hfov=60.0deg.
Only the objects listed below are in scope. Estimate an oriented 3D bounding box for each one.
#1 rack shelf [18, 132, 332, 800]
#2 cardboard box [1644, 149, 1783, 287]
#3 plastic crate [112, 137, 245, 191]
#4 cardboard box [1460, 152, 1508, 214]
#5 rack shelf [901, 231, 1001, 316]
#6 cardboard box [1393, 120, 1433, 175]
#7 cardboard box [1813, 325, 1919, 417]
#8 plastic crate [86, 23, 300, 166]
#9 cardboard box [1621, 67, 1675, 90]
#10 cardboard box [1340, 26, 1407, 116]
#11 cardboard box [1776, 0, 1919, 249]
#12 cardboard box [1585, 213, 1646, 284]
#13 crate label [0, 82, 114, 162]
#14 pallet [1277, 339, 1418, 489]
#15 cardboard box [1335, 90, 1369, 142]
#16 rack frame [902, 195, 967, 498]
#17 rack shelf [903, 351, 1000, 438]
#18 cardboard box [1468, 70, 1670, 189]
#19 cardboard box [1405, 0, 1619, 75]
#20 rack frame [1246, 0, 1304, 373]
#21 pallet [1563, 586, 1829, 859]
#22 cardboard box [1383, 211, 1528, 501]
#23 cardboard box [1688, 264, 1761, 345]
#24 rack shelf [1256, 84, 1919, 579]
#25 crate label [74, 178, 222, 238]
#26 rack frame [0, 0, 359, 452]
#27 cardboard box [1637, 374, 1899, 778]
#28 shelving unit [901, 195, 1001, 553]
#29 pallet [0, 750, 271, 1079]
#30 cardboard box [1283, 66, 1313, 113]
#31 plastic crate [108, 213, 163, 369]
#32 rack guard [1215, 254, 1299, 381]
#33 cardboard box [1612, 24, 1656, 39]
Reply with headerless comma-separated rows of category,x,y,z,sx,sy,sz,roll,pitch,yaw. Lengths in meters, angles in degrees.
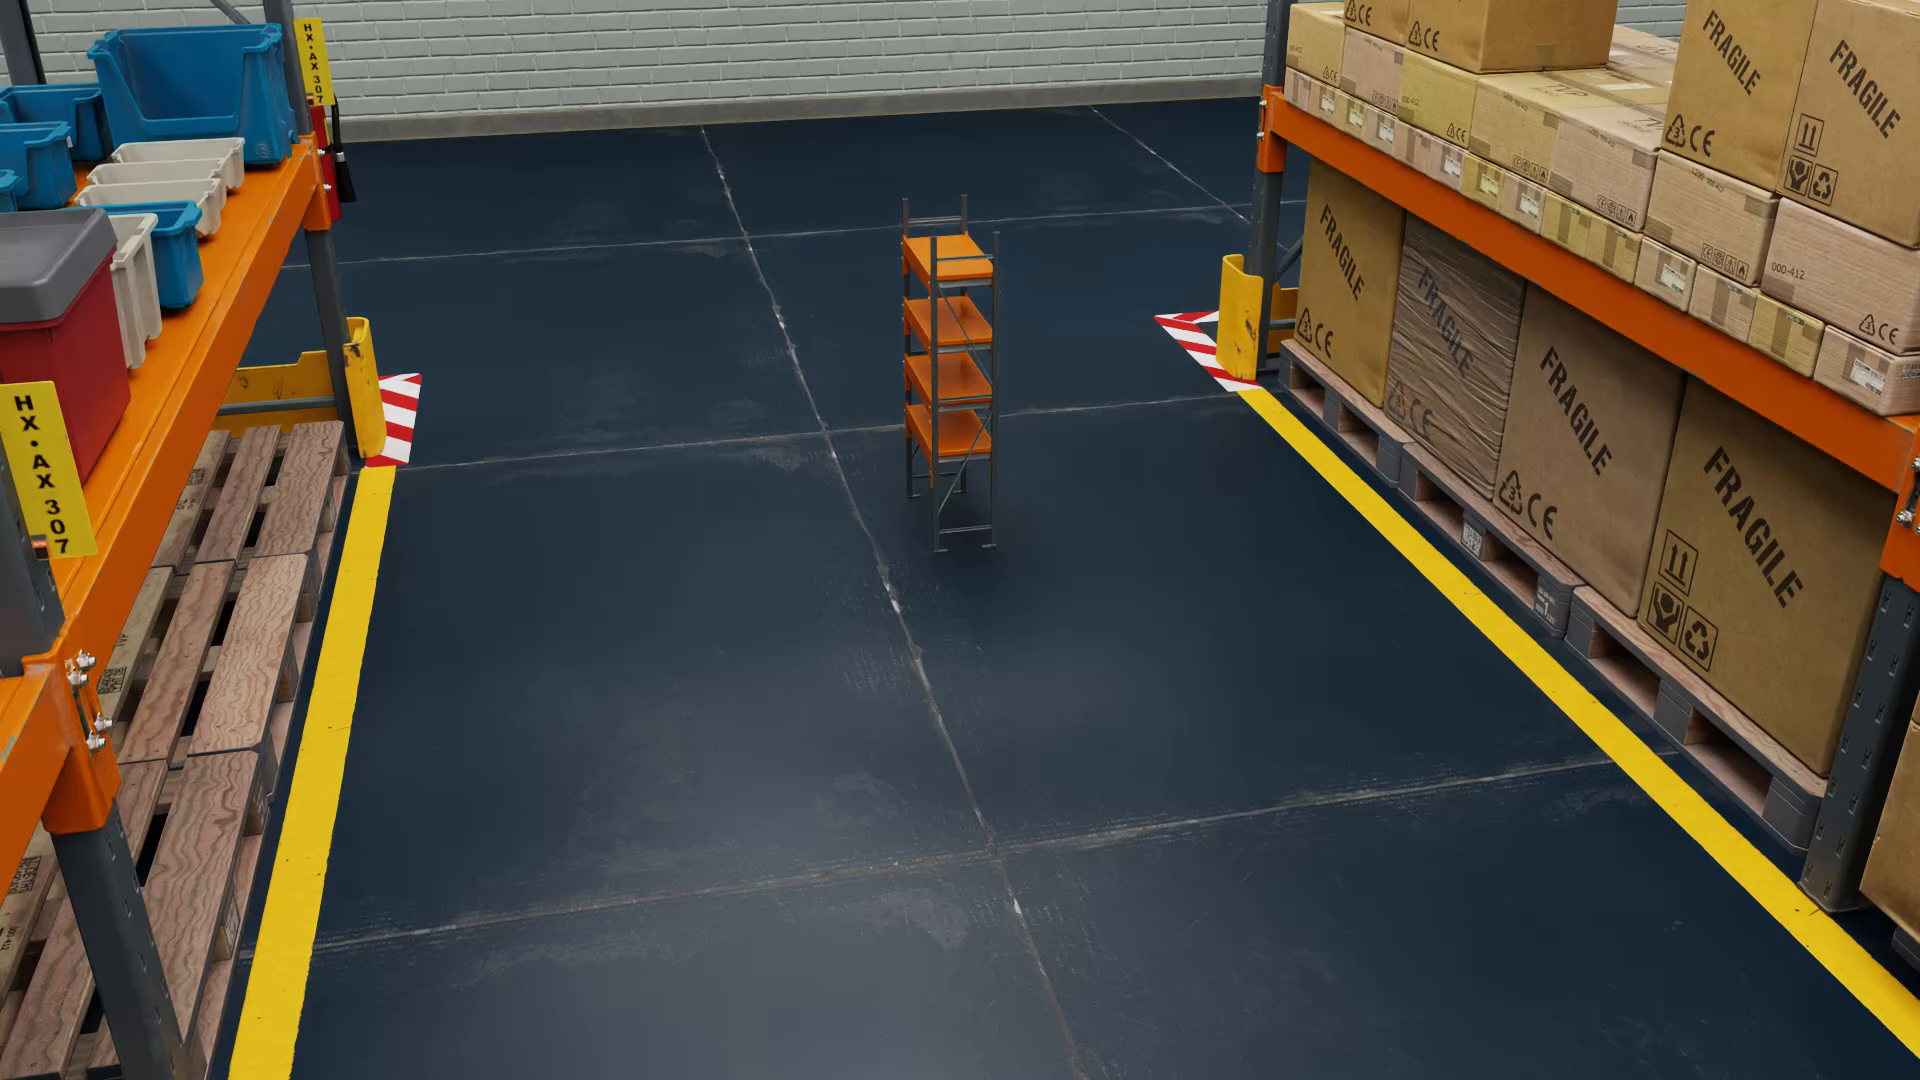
rack shelf,-2.551,-0.493,4.697,1.077,0.370,4.000,-6,27,-12
cardboard box,2.251,-0.899,4.539,0.500,0.250,0.500,-5,27,-10
plastic crate,-2.642,-1.262,5.648,0.396,0.136,0.243,-6,27,-12
cardboard box,1.930,-1.219,5.615,0.380,0.149,0.250,-7,28,-13
rack shelf,-0.037,-0.959,5.947,0.258,0.148,0.480,-6,27,-12
cardboard box,1.815,-1.443,6.059,0.380,0.149,0.250,-6,27,-13
cardboard box,2.337,-0.428,4.048,0.380,0.149,0.250,-6,27,-11
plastic crate,-2.745,-1.607,5.999,0.616,0.435,0.499,-6,27,-12
cardboard box,2.541,-1.401,5.533,0.500,0.250,0.500,-6,27,-12
cardboard box,1.792,-1.796,6.315,0.500,0.250,0.500,-6,27,-12
cardboard box,2.361,-1.015,3.936,0.500,0.500,0.500,-5,27,-10
cardboard box,2.105,-0.880,4.943,0.380,0.149,0.250,-5,27,-11
crate label,-3.267,-1.503,6.018,0.416,0.233,0.303,-6,27,-12
pallet,2.080,-0.608,7.220,1.003,0.211,1.213,-6,27,-12
cardboard box,1.699,-1.669,6.507,0.380,0.149,0.250,-7,28,-13
rack frame,-0.092,-0.715,6.336,0.240,1.200,0.015,-6,27,-12
rack shelf,-0.037,-0.548,6.154,0.258,0.148,0.480,-6,27,-12
cardboard box,2.024,-1.346,5.425,0.500,0.250,0.500,-6,27,-13
cardboard box,1.904,-1.912,5.713,0.500,0.500,0.500,-7,28,-13
rack frame,1.823,-2.196,7.271,1.000,3.000,0.127,-6,27,-12
pallet,2.630,0.464,5.097,1.003,0.211,1.213,-6,27,-12
cardboard box,2.251,-0.762,6.323,0.875,0.875,0.875,-6,27,-12
cardboard box,2.221,-0.654,4.495,0.380,0.149,0.250,-6,27,-12
rack shelf,2.274,-0.996,5.694,1.077,0.370,4.000,-6,27,-12
crate label,-2.504,-1.014,5.155,0.396,0.136,0.243,-6,27,-12
rack frame,-3.002,-1.693,6.274,1.000,3.000,0.127,-6,27,-12
cardboard box,2.654,0.024,4.766,0.875,0.875,0.875,-6,27,-12
shelving unit,-0.037,-0.608,6.124,0.258,1.200,0.503,-6,27,-12
pallet,-2.304,0.989,4.055,1.003,0.211,1.213,-6,27,-12
cardboard box,1.582,-1.894,6.952,0.380,0.149,0.250,-6,27,-11
plastic crate,-2.265,-0.600,4.174,0.437,0.282,0.530,-6,27,-12
rack guard,1.818,-1.090,7.855,1.175,0.500,0.348,-6,27,-12
cardboard box,2.305,-1.853,6.428,0.500,0.250,0.500,-6,27,-12
